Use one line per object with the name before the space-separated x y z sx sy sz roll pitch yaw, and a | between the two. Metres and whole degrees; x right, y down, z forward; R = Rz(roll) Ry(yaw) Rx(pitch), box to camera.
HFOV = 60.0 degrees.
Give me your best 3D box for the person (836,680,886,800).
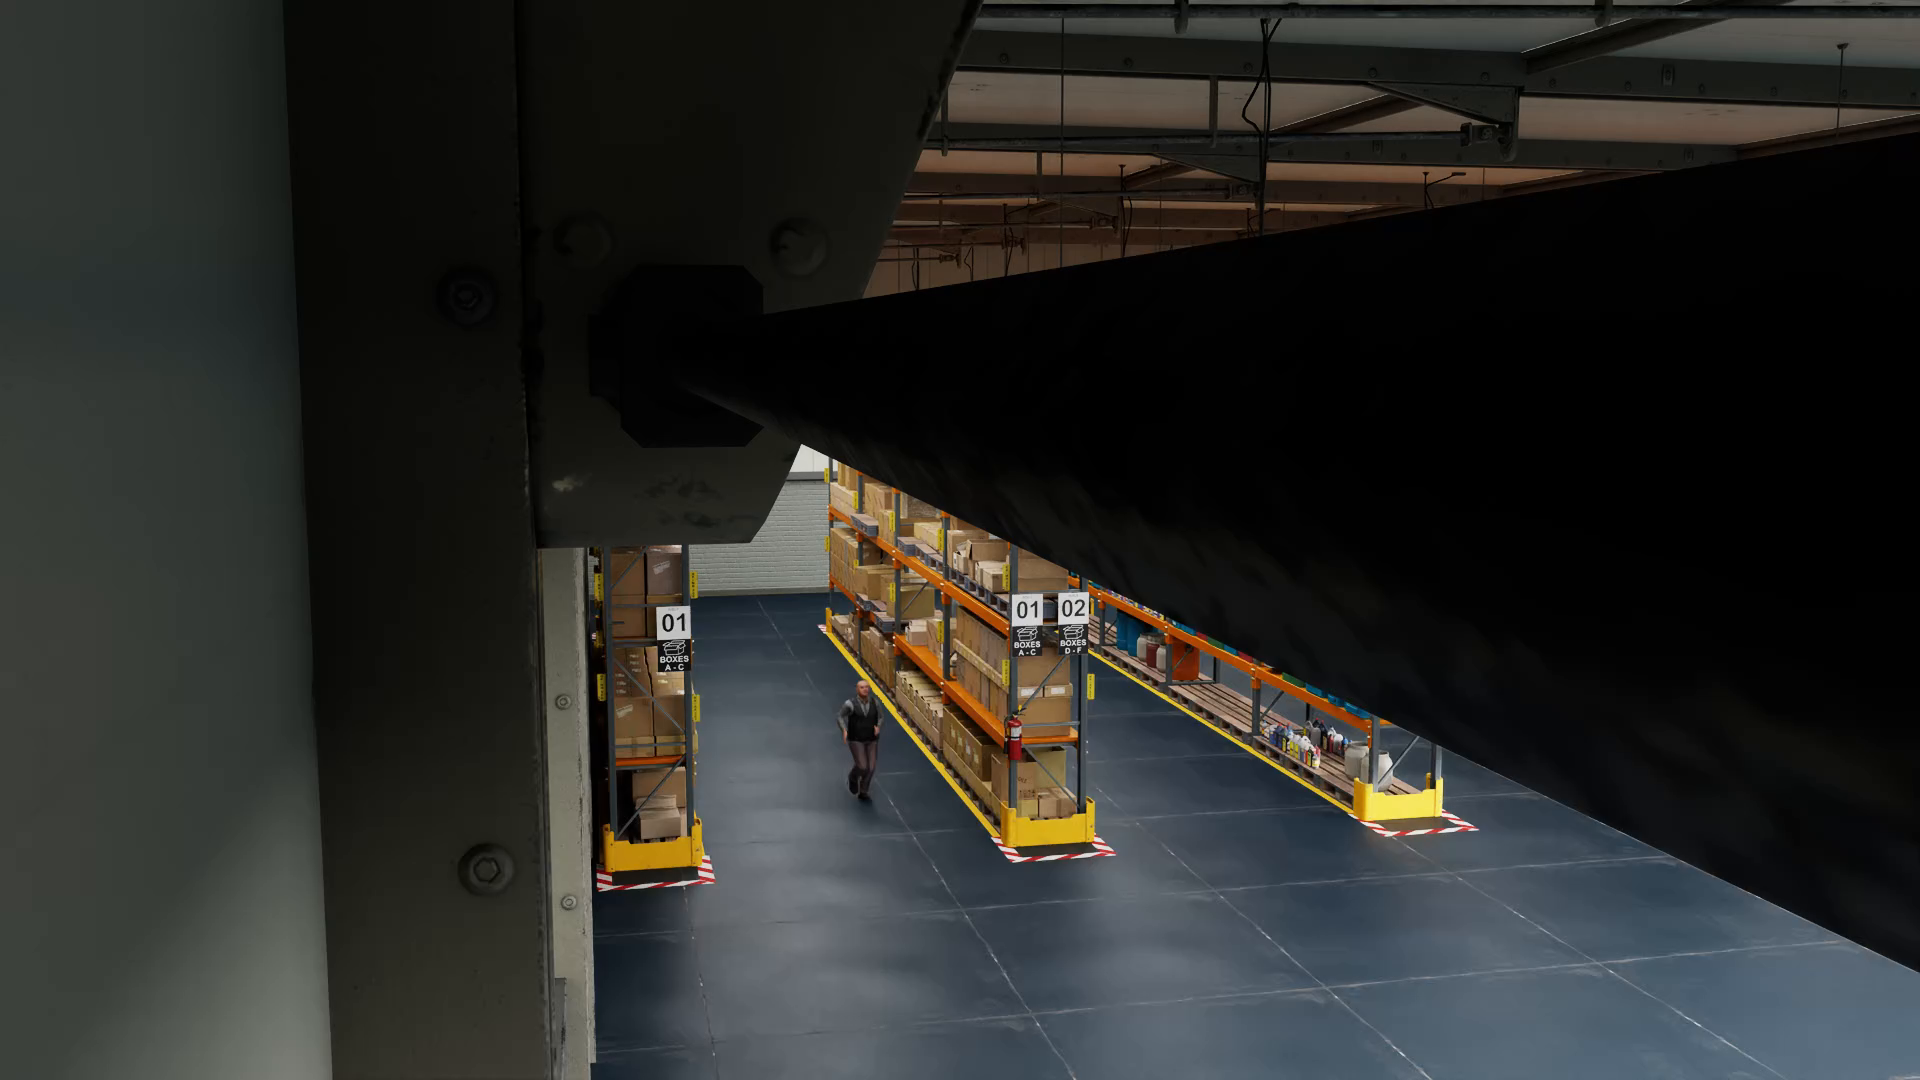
person | -1.321 2.817 22.948 0.657 1.601 0.575 -3 7 -21
